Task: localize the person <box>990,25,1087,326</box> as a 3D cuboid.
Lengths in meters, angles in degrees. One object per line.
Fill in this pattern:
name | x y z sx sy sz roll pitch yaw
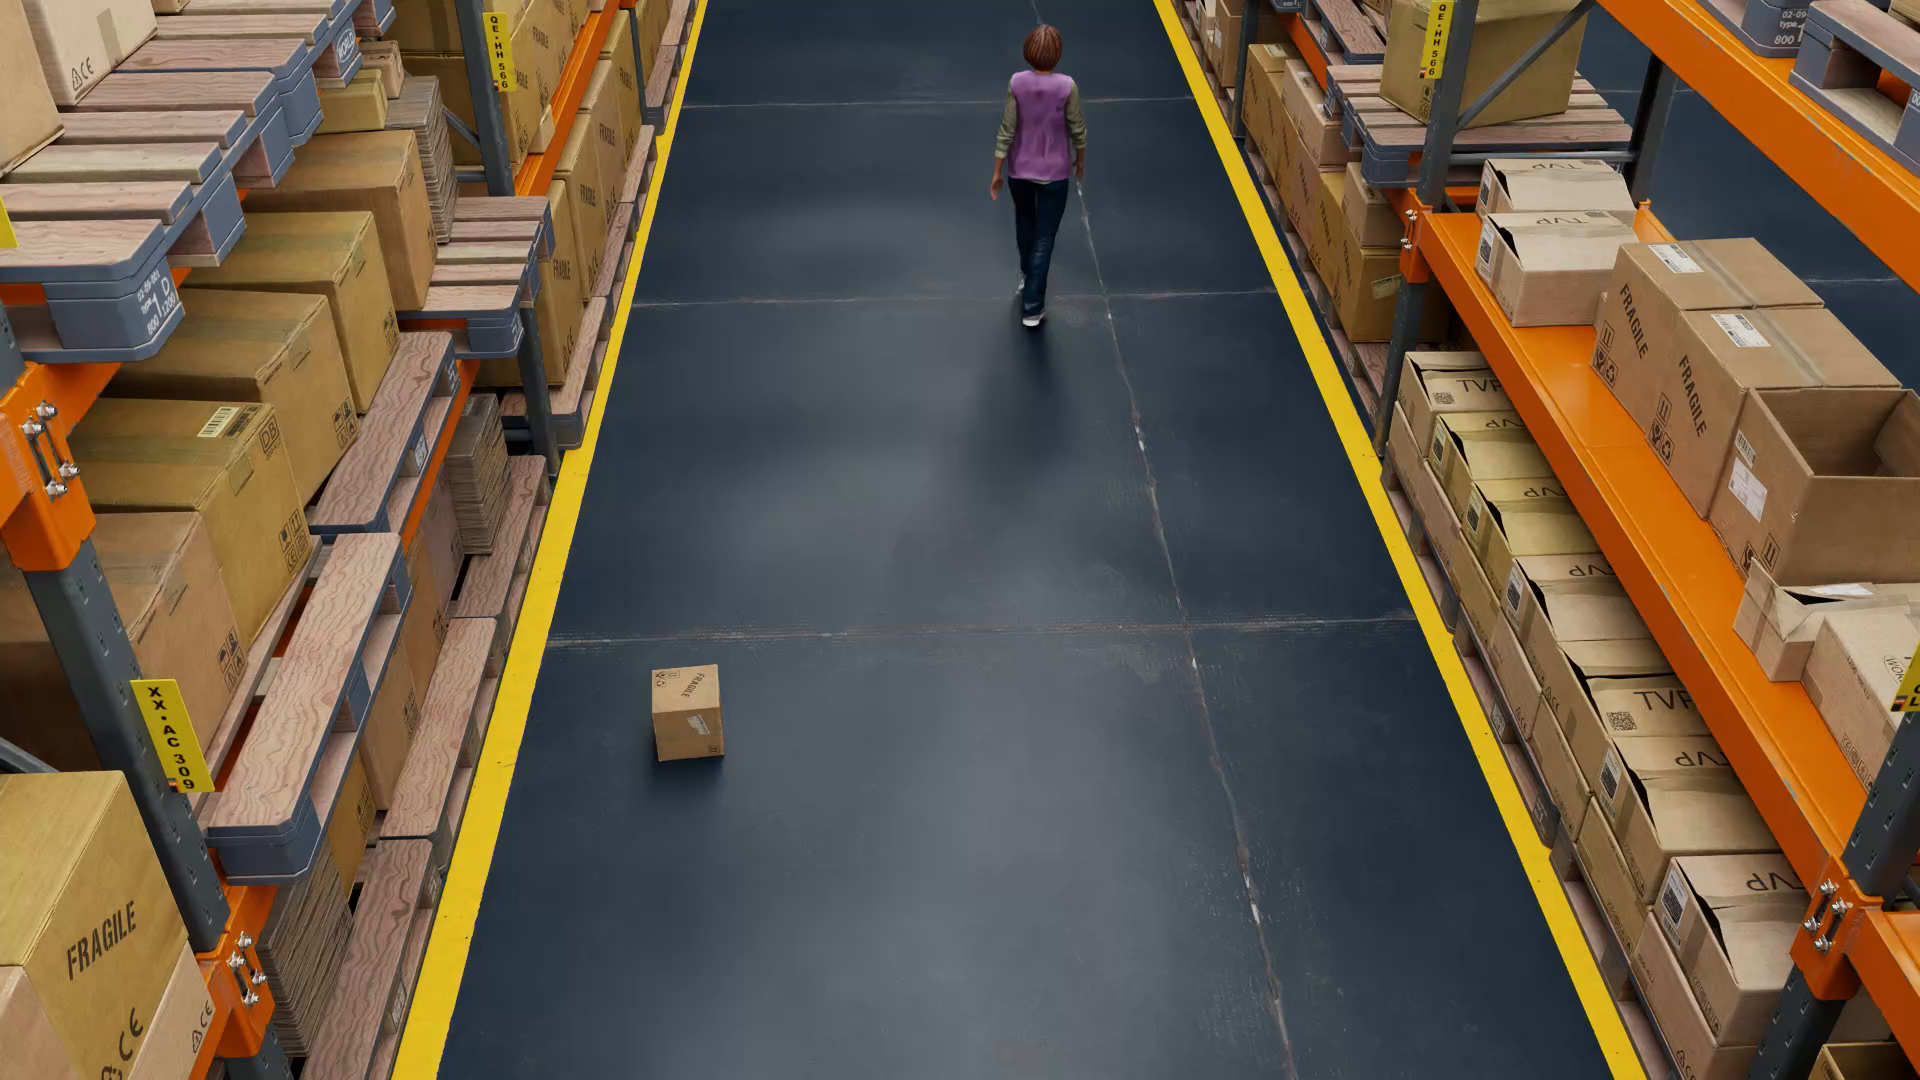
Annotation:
person | 0.434 -1.950 8.880 0.467 1.609 0.719 10 37 13
